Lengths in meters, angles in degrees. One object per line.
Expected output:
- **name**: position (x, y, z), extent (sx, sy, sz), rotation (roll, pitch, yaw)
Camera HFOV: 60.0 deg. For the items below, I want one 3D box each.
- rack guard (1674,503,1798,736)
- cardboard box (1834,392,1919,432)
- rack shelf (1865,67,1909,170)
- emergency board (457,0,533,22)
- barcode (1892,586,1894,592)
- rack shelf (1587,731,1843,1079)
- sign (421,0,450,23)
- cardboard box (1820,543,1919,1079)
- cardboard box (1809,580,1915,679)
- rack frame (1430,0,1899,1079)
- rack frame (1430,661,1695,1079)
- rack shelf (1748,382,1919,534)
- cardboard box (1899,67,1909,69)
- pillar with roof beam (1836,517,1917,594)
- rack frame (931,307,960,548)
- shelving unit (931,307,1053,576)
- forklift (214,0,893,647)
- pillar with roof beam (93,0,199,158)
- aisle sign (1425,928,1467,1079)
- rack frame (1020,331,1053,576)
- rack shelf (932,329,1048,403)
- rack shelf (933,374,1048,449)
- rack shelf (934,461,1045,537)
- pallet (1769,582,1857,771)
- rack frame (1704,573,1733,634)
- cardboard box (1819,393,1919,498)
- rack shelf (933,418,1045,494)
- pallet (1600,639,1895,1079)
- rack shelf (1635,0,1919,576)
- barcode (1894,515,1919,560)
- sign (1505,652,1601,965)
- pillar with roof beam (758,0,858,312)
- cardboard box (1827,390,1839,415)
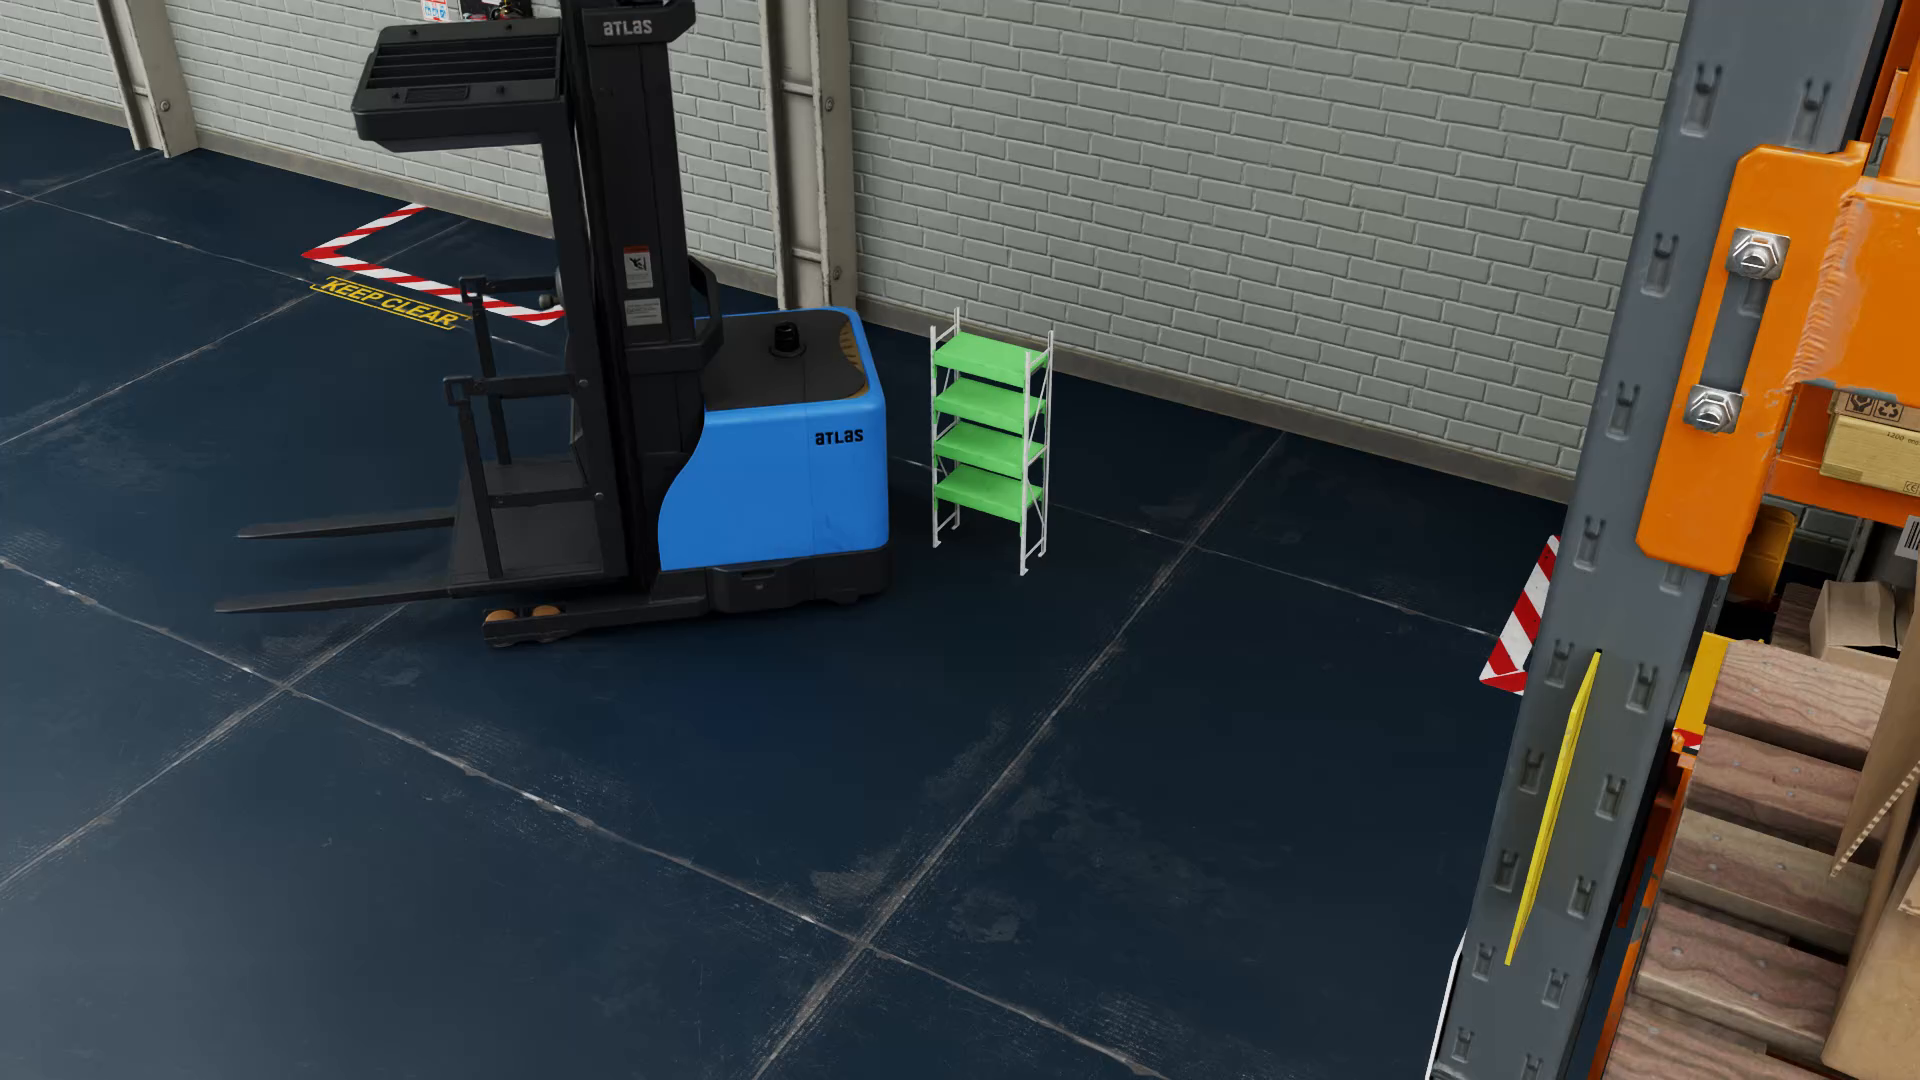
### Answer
- **rack guard**: position (3.365, 0.318, 7.322), extent (0.348, 0.500, 1.175), rotation (18, 37, 24)
- **cardboard box**: position (3.564, -0.726, 6.074), extent (0.500, 0.500, 0.500), rotation (18, 38, 24)
- **rack shelf**: position (5.035, -1.143, 5.203), extent (4.000, 0.370, 1.077), rotation (18, 37, 24)
- **emergency board**: position (-3.000, -3.316, 10.523), extent (0.643, 1.169, 0.194), rotation (18, 37, 24)
- **barcode**: position (4.069, 0.235, 7.212), extent (0.075, 0.075, 0.001), rotation (18, 37, 24)
- **rack shelf**: position (2.580, 1.242, 1.621), extent (4.000, 0.370, 1.077), rotation (18, 37, 24)
- **sign**: position (-3.429, -3.532, 10.816), extent (0.234, 0.329, 0.001), rotation (18, 37, 24)
- **cardboard box**: position (1.341, 0.277, 1.824), extent (0.637, 0.503, 0.797), rotation (20, 39, 28)
- **cardboard box**: position (3.855, 0.426, 6.933), extent (0.500, 0.311, 0.500), rotation (13, 36, 19)
- **rack frame**: position (0.844, -0.856, 1.416), extent (0.127, 3.000, 1.000), rotation (18, 37, 24)
- **rack frame**: position (0.844, 1.641, 3.079), extent (0.127, 3.000, 1.000), rotation (18, 37, 24)
- **rack shelf**: position (5.035, 0.106, 6.034), extent (4.000, 0.370, 1.077), rotation (18, 37, 24)
- **cardboard box**: position (3.465, -1.830, 5.477), extent (0.500, 0.500, 0.500), rotation (19, 38, 26)
- **pillar with roof beam**: position (2.200, -1.393, 2.223), extent (0.400, 9.000, 9.100), rotation (18, 37, 24)
- **rack frame**: position (-0.068, -0.521, 7.950), extent (0.015, 1.200, 0.240), rotation (18, 37, 24)
- **shelving unit**: position (0.144, -0.454, 7.849), extent (0.503, 1.200, 0.258), rotation (18, 37, 24)
- **forklift**: position (-1.882, -1.054, 7.189), extent (3.031, 2.935, 1.130), rotation (-6, 34, -9)
- **pillar with roof beam**: position (-8.219, -4.693, 7.179), extent (0.400, 9.000, 9.100), rotation (18, 37, 24)
- **aisle sign**: position (0.635, 0.688, 2.164), extent (0.004, 0.787, 0.394), rotation (18, 37, 24)
- **rack frame**: position (0.356, -0.387, 7.748), extent (0.015, 1.200, 0.240), rotation (18, 37, 24)
- **rack shelf**: position (0.144, -0.800, 7.618), extent (0.480, 0.148, 0.258), rotation (18, 37, 24)
- **rack shelf**: position (0.144, -0.600, 7.751), extent (0.480, 0.148, 0.258), rotation (18, 37, 24)
- **rack shelf**: position (0.144, -0.201, 8.018), extent (0.480, 0.148, 0.258), rotation (18, 37, 24)
- **pallet**: position (4.052, 0.678, 7.041), extent (1.213, 0.211, 1.003), rotation (18, 37, 24)
- **rack frame**: position (3.299, -0.744, 6.661), extent (0.127, 3.000, 1.000), rotation (18, 37, 24)
- **cardboard box**: position (3.565, -0.403, 6.266), extent (0.500, 0.250, 0.500), rotation (16, 37, 23)
- **rack shelf**: position (0.144, -0.401, 7.885), extent (0.480, 0.148, 0.258), rotation (18, 37, 24)
- **pallet**: position (1.445, 0.636, 1.962), extent (1.213, 0.211, 1.003), rotation (18, 37, 24)
- **rack shelf**: position (2.580, 0.160, 0.901), extent (4.000, 0.370, 1.077), rotation (18, 37, 24)
- **barcode**: position (1.345, 0.002, 2.311), extent (0.075, 0.075, 0.001), rotation (18, 37, 24)
- **sign**: position (0.563, 0.261, 1.585), extent (0.005, 0.325, 0.100), rotation (18, 37, 24)
- **pillar with roof beam**: position (-3.010, -3.043, 4.701), extent (0.400, 9.000, 9.100), rotation (18, 37, 24)
- **cardboard box**: position (3.801, -0.654, 6.644), extent (0.500, 0.250, 0.500), rotation (18, 38, 25)
